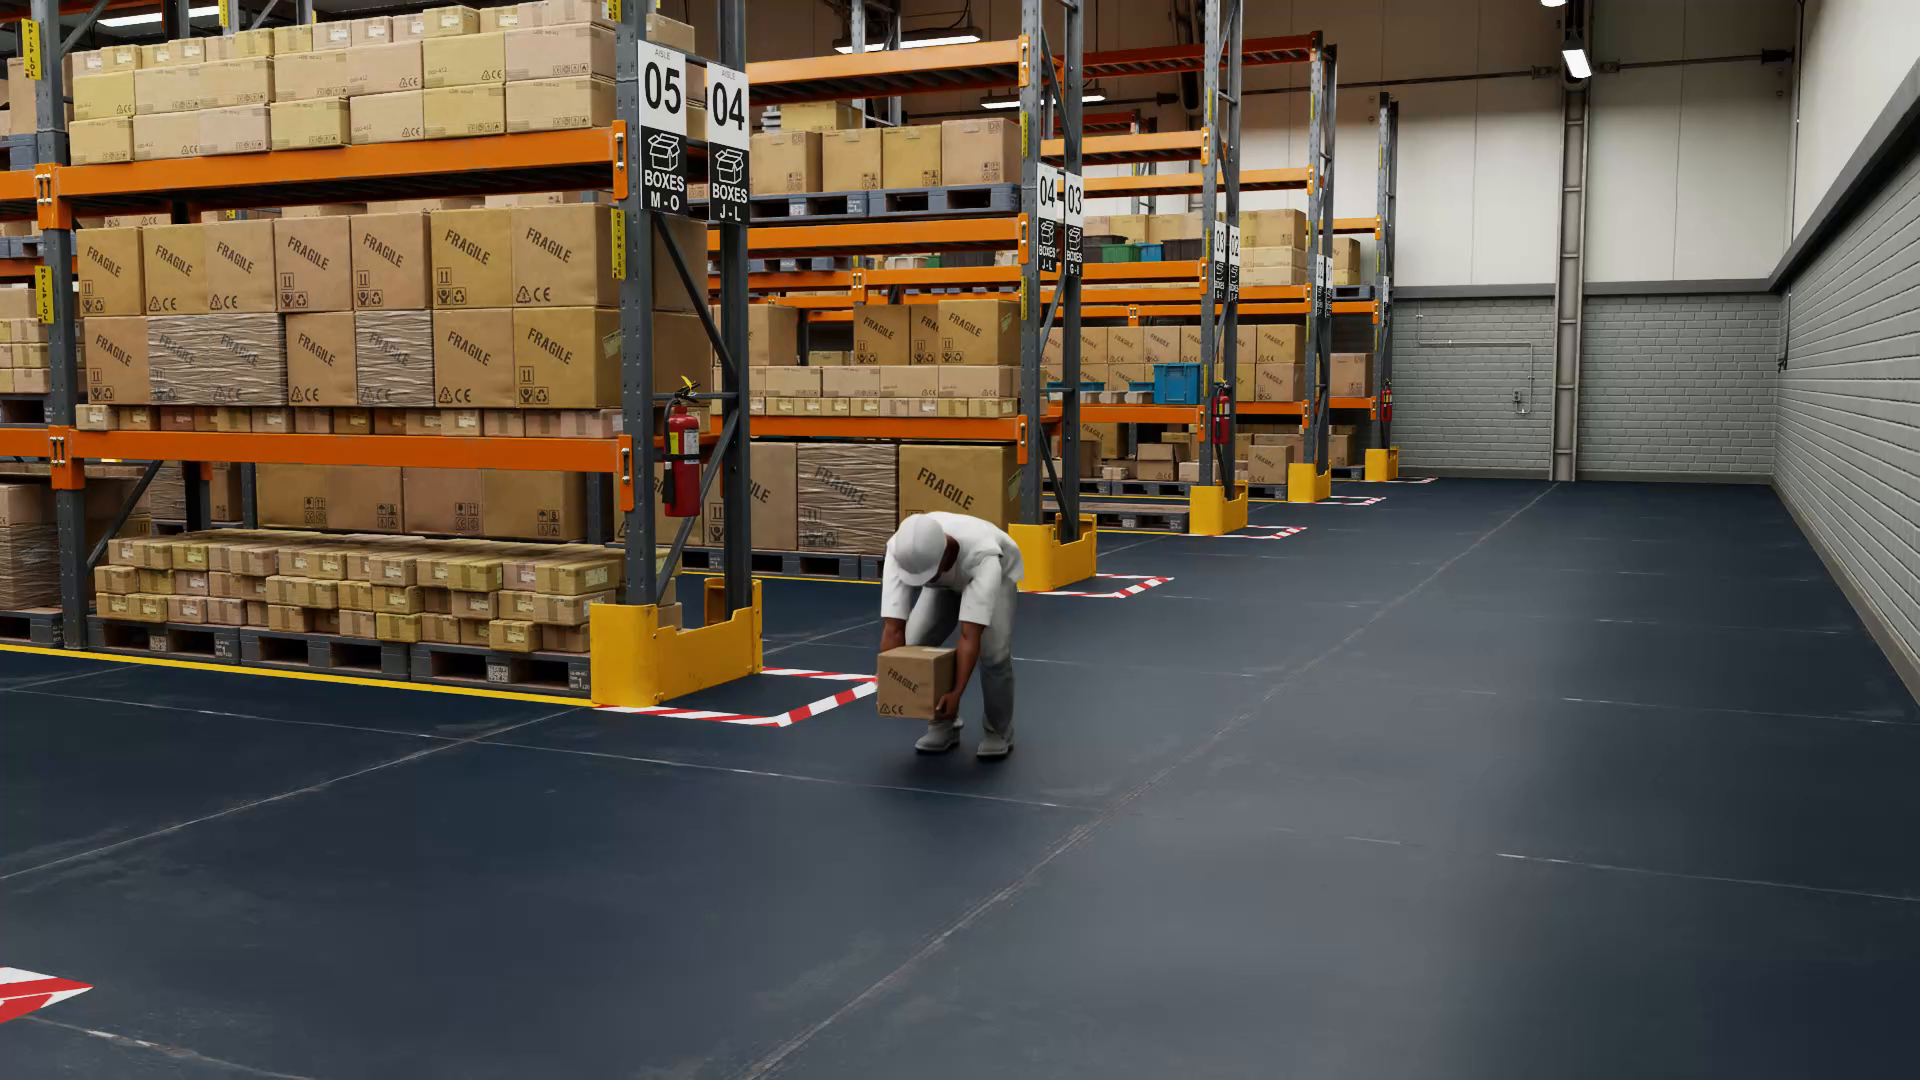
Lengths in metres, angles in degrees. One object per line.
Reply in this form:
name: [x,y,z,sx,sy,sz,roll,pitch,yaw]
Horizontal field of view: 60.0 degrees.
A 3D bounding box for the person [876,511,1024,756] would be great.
person: [-0.031,0.396,6.958,0.511,1.066,0.966,2,6,21]
